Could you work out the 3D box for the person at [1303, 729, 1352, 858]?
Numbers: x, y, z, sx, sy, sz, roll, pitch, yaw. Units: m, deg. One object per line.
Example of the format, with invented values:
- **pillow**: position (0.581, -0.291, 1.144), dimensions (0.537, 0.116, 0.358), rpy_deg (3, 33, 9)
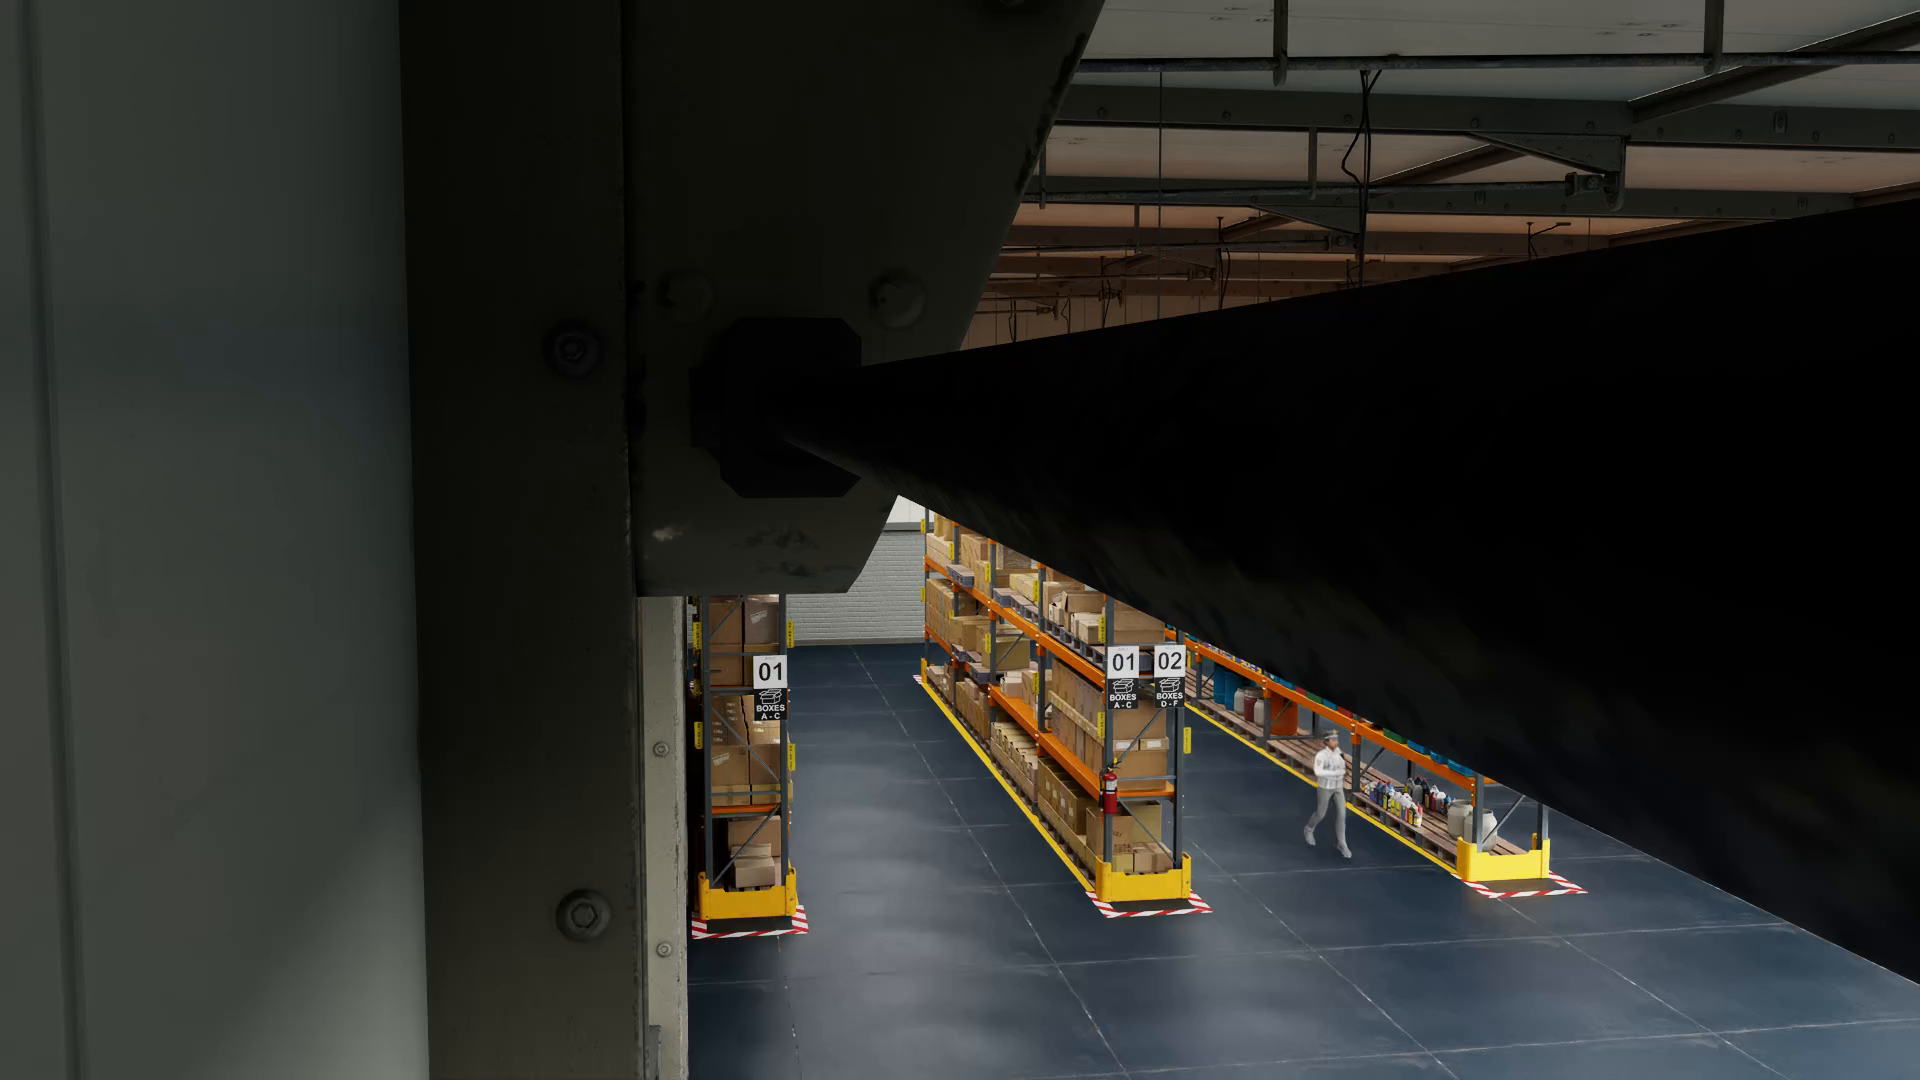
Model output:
- **person**: position (5.087, 3.447, 22.962), dimensions (0.629, 1.722, 0.866), rpy_deg (-3, 6, -27)
